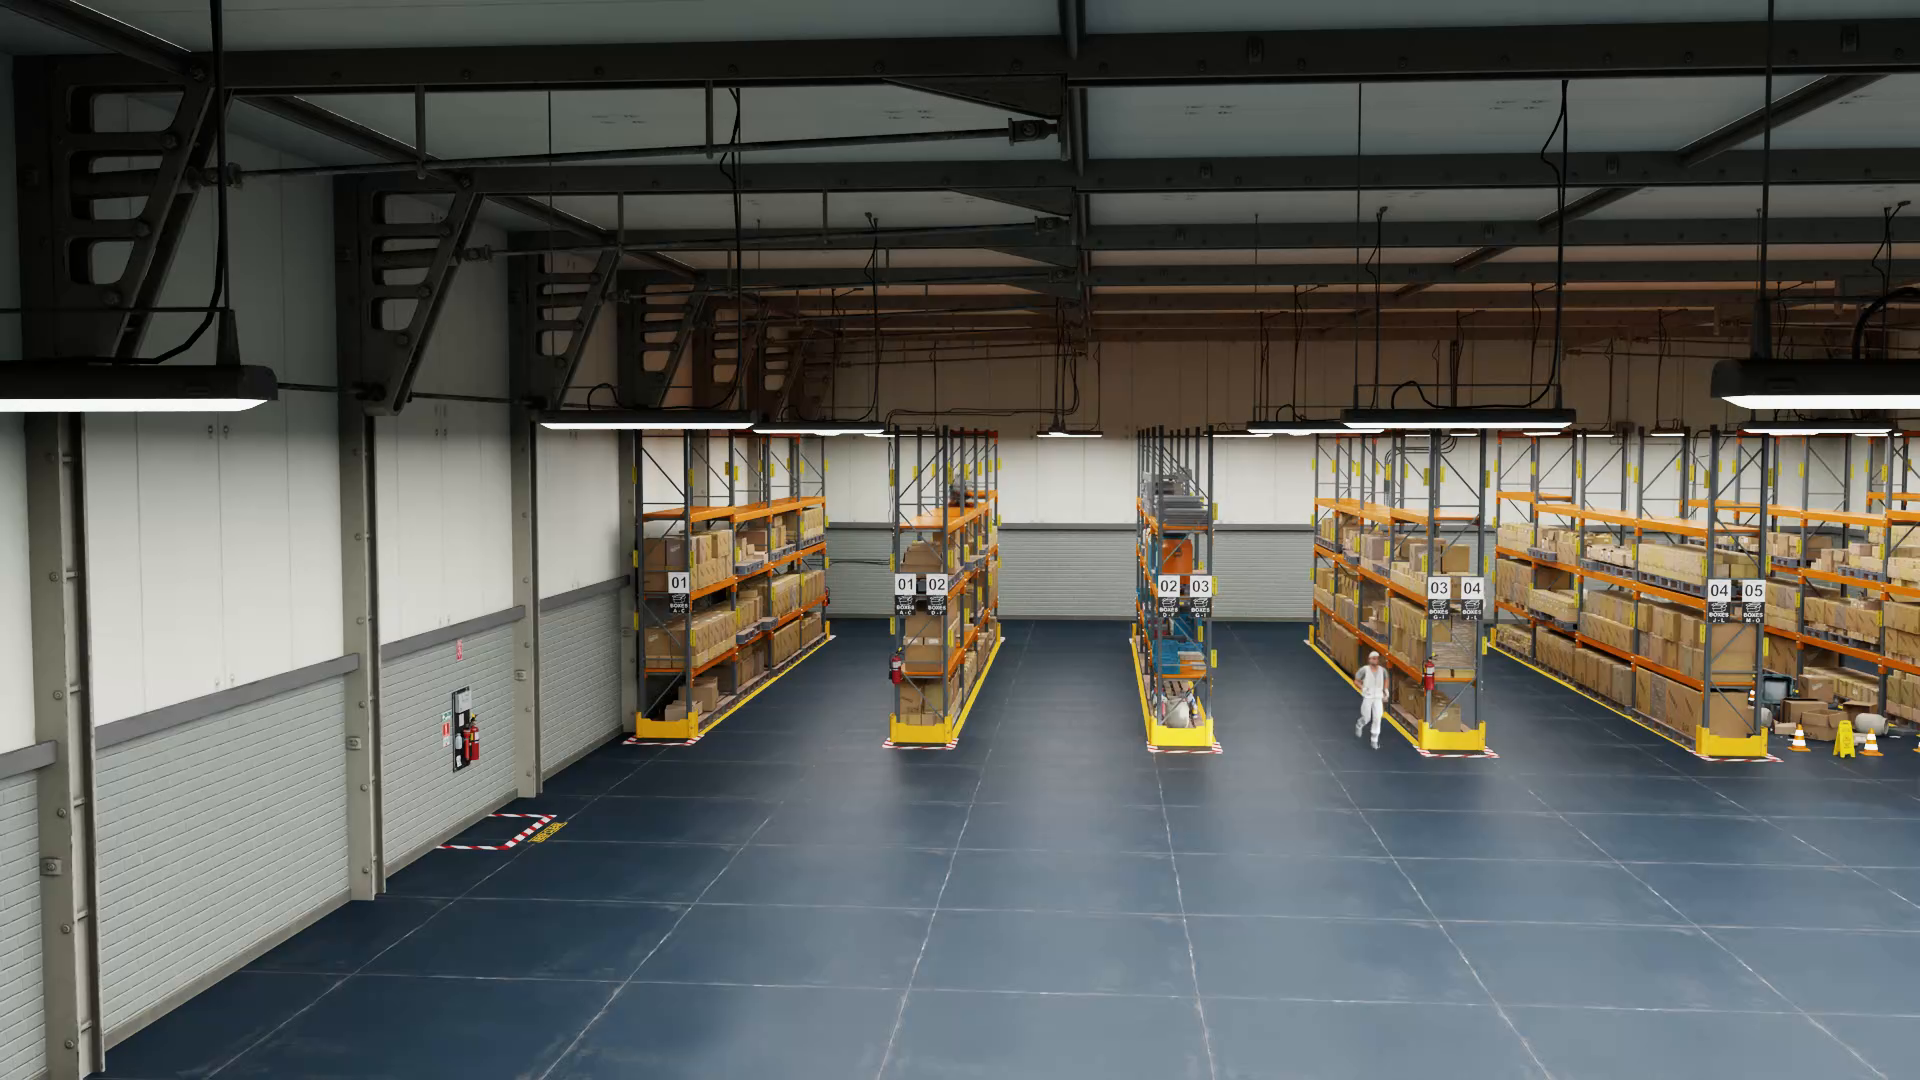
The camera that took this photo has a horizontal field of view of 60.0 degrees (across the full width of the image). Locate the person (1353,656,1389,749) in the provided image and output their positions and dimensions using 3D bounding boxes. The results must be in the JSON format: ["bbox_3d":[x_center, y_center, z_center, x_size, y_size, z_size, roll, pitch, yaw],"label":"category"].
[{"bbox_3d":[7.733,3.000,31.198,0.701,1.743,0.848,0,3,-5],"label":"person"}]

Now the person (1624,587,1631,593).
[{"bbox_3d":[19.140,2.101,47.282,0.758,1.651,0.654,1,4,12],"label":"person"}]

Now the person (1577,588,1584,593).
[{"bbox_3d":[16.780,2.134,45.017,0.730,1.782,0.926,0,3,8],"label":"person"}]

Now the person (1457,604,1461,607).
[{"bbox_3d":[14.328,2.047,47.193,0.888,1.688,0.634,-2,4,-29],"label":"person"}]
